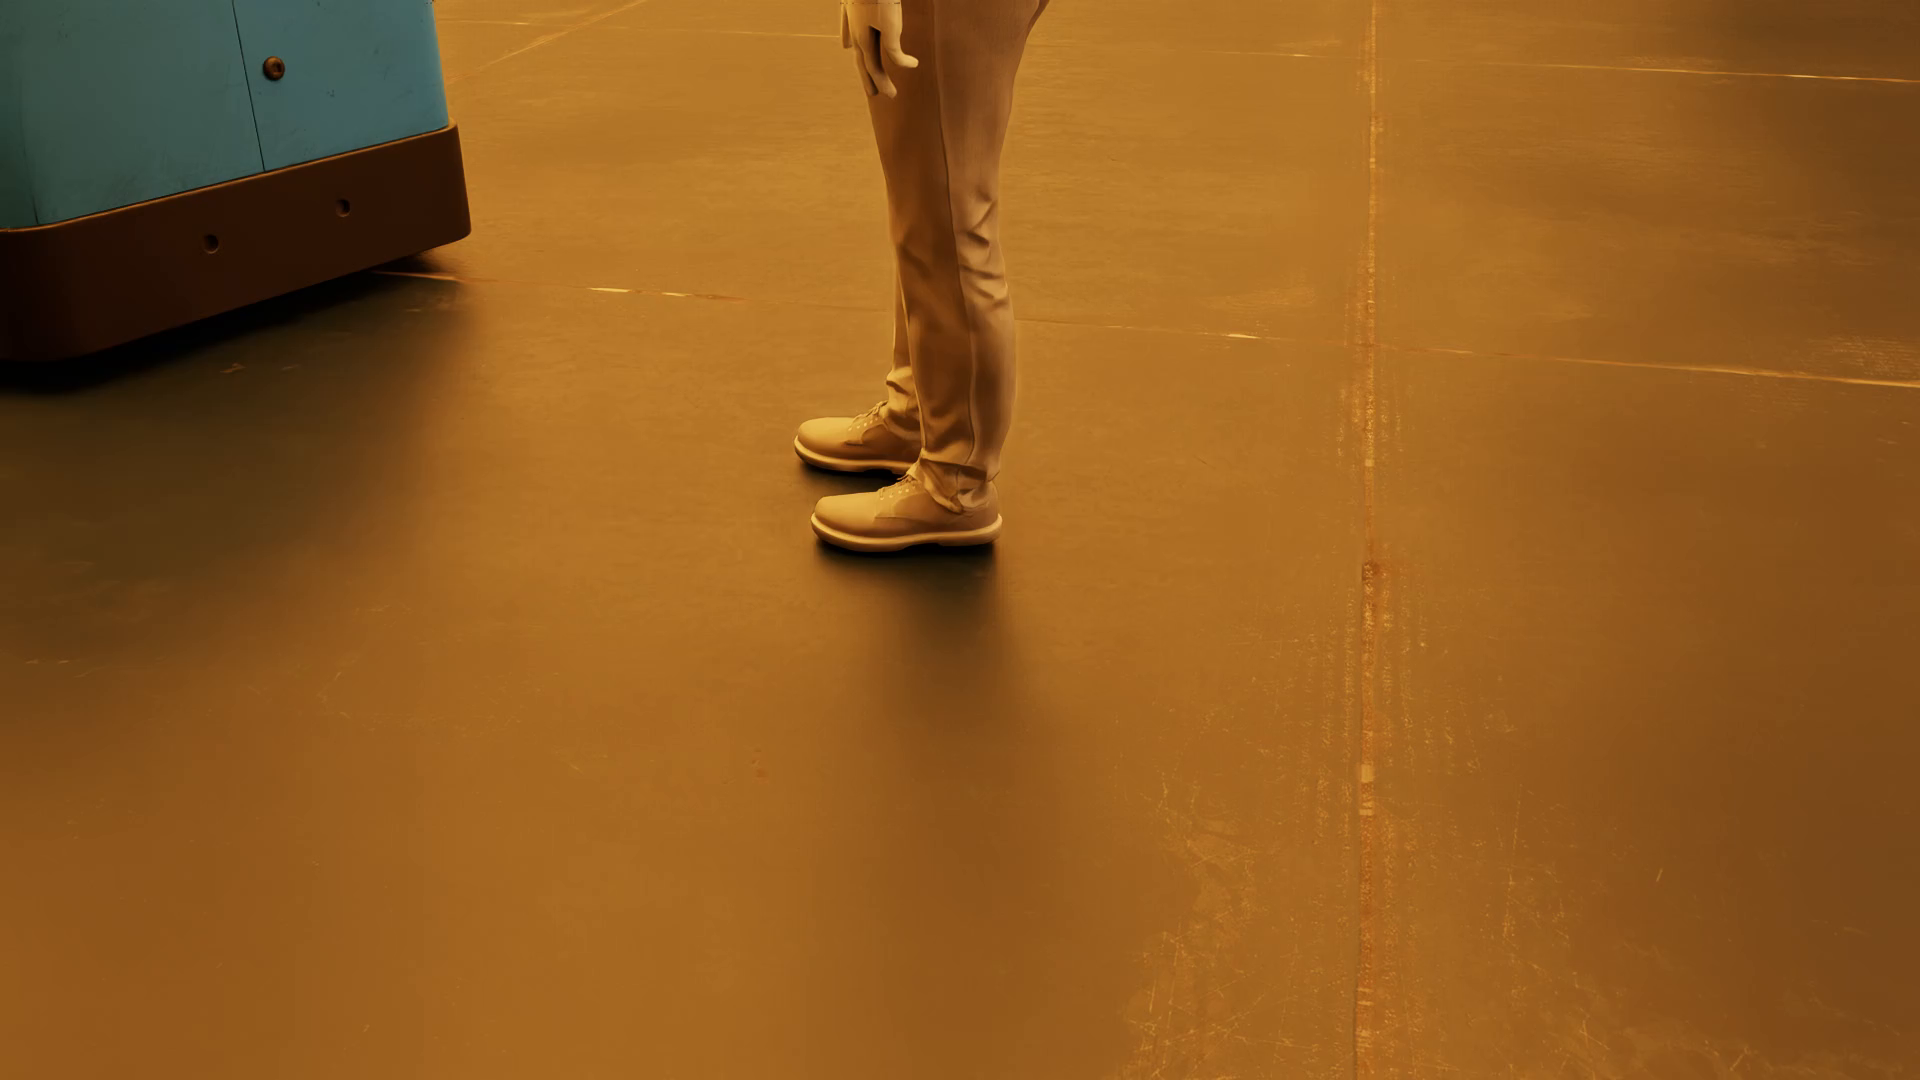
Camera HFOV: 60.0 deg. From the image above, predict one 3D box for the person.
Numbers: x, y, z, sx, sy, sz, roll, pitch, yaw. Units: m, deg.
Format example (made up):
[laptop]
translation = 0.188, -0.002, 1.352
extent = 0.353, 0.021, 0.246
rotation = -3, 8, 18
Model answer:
[person]
translation = -0.064, -0.772, 2.134
extent = 0.533, 1.696, 0.588
rotation = 6, 27, 11

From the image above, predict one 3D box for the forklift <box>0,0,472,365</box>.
[forklift]
translation = -2.594, -2.117, 3.443
extent = 3.031, 2.935, 1.130
rotation = 17, 31, 30
